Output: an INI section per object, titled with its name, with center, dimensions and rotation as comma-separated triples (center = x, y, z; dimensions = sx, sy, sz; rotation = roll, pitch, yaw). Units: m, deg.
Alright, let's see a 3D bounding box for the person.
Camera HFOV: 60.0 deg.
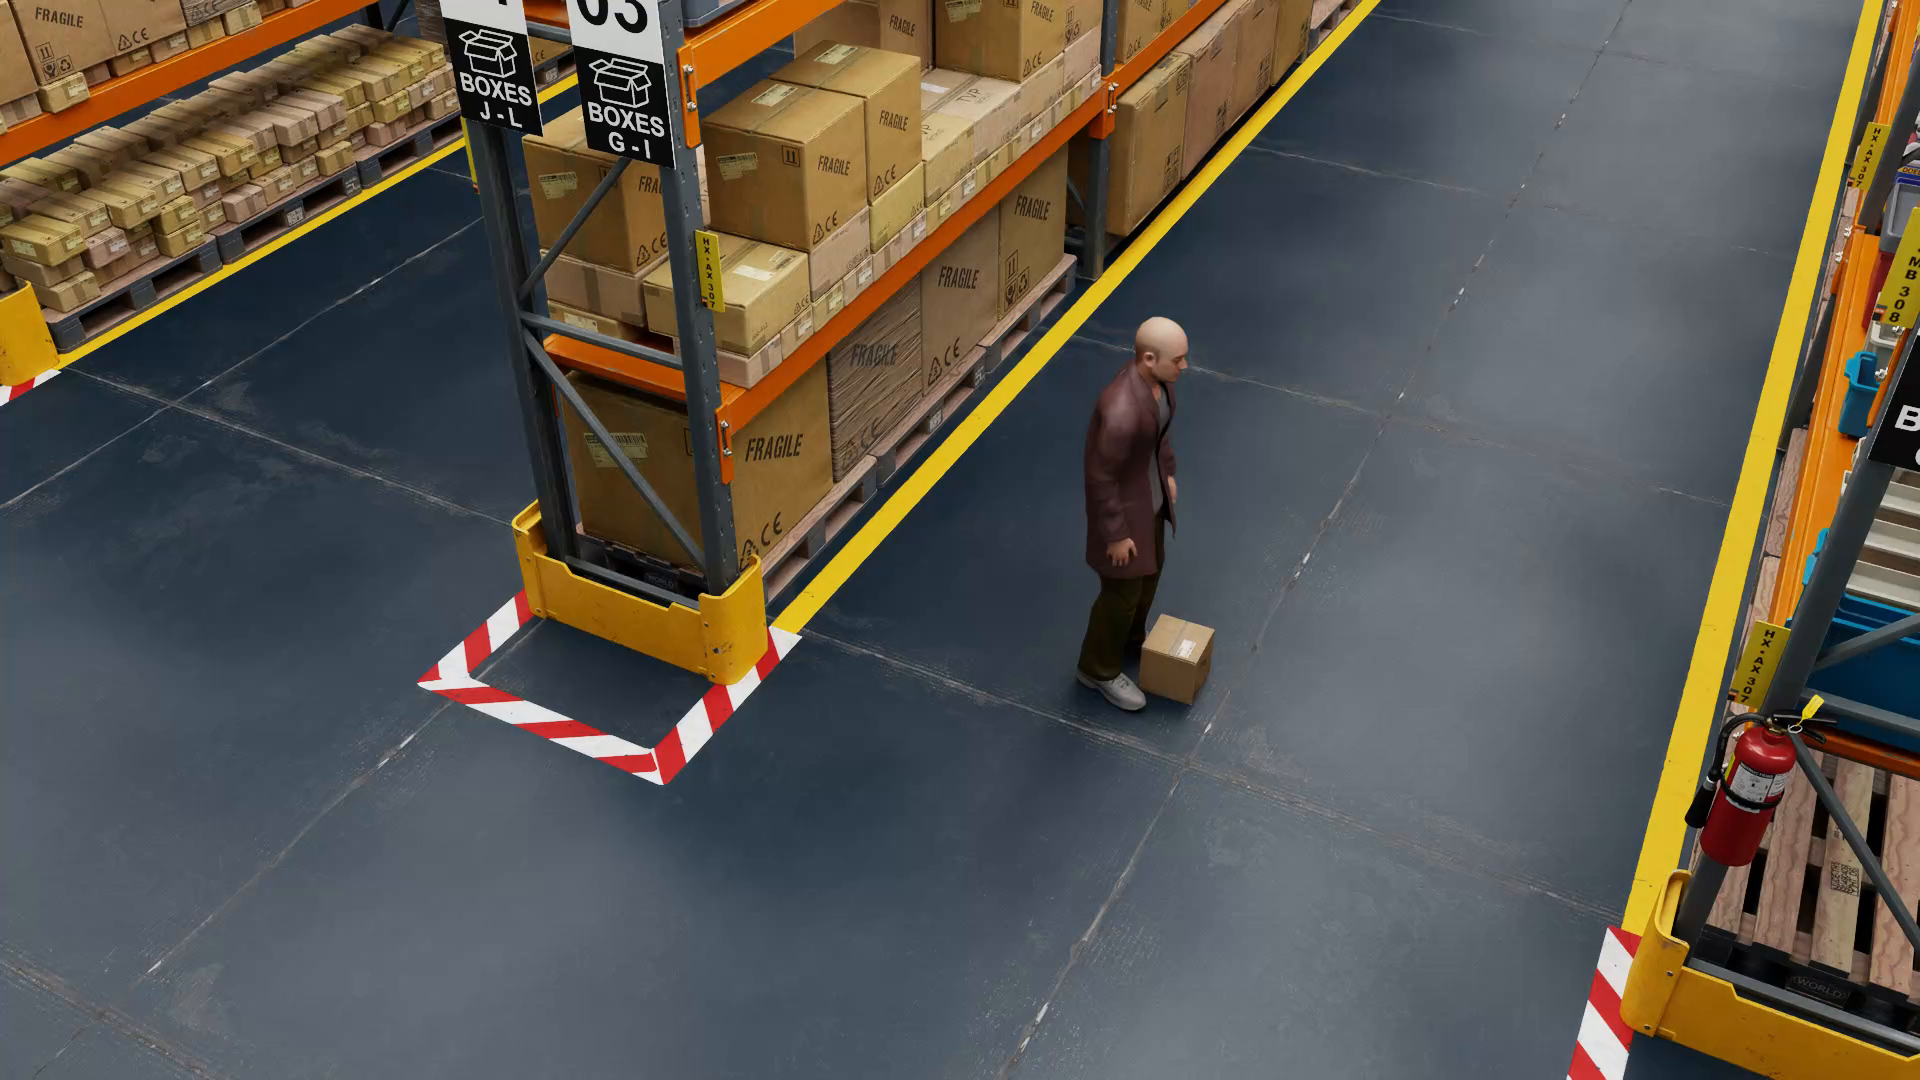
[person]
center = 0.725, -0.143, 6.950
dimensions = 0.427, 1.773, 0.640
rotation = 17, 41, 21
